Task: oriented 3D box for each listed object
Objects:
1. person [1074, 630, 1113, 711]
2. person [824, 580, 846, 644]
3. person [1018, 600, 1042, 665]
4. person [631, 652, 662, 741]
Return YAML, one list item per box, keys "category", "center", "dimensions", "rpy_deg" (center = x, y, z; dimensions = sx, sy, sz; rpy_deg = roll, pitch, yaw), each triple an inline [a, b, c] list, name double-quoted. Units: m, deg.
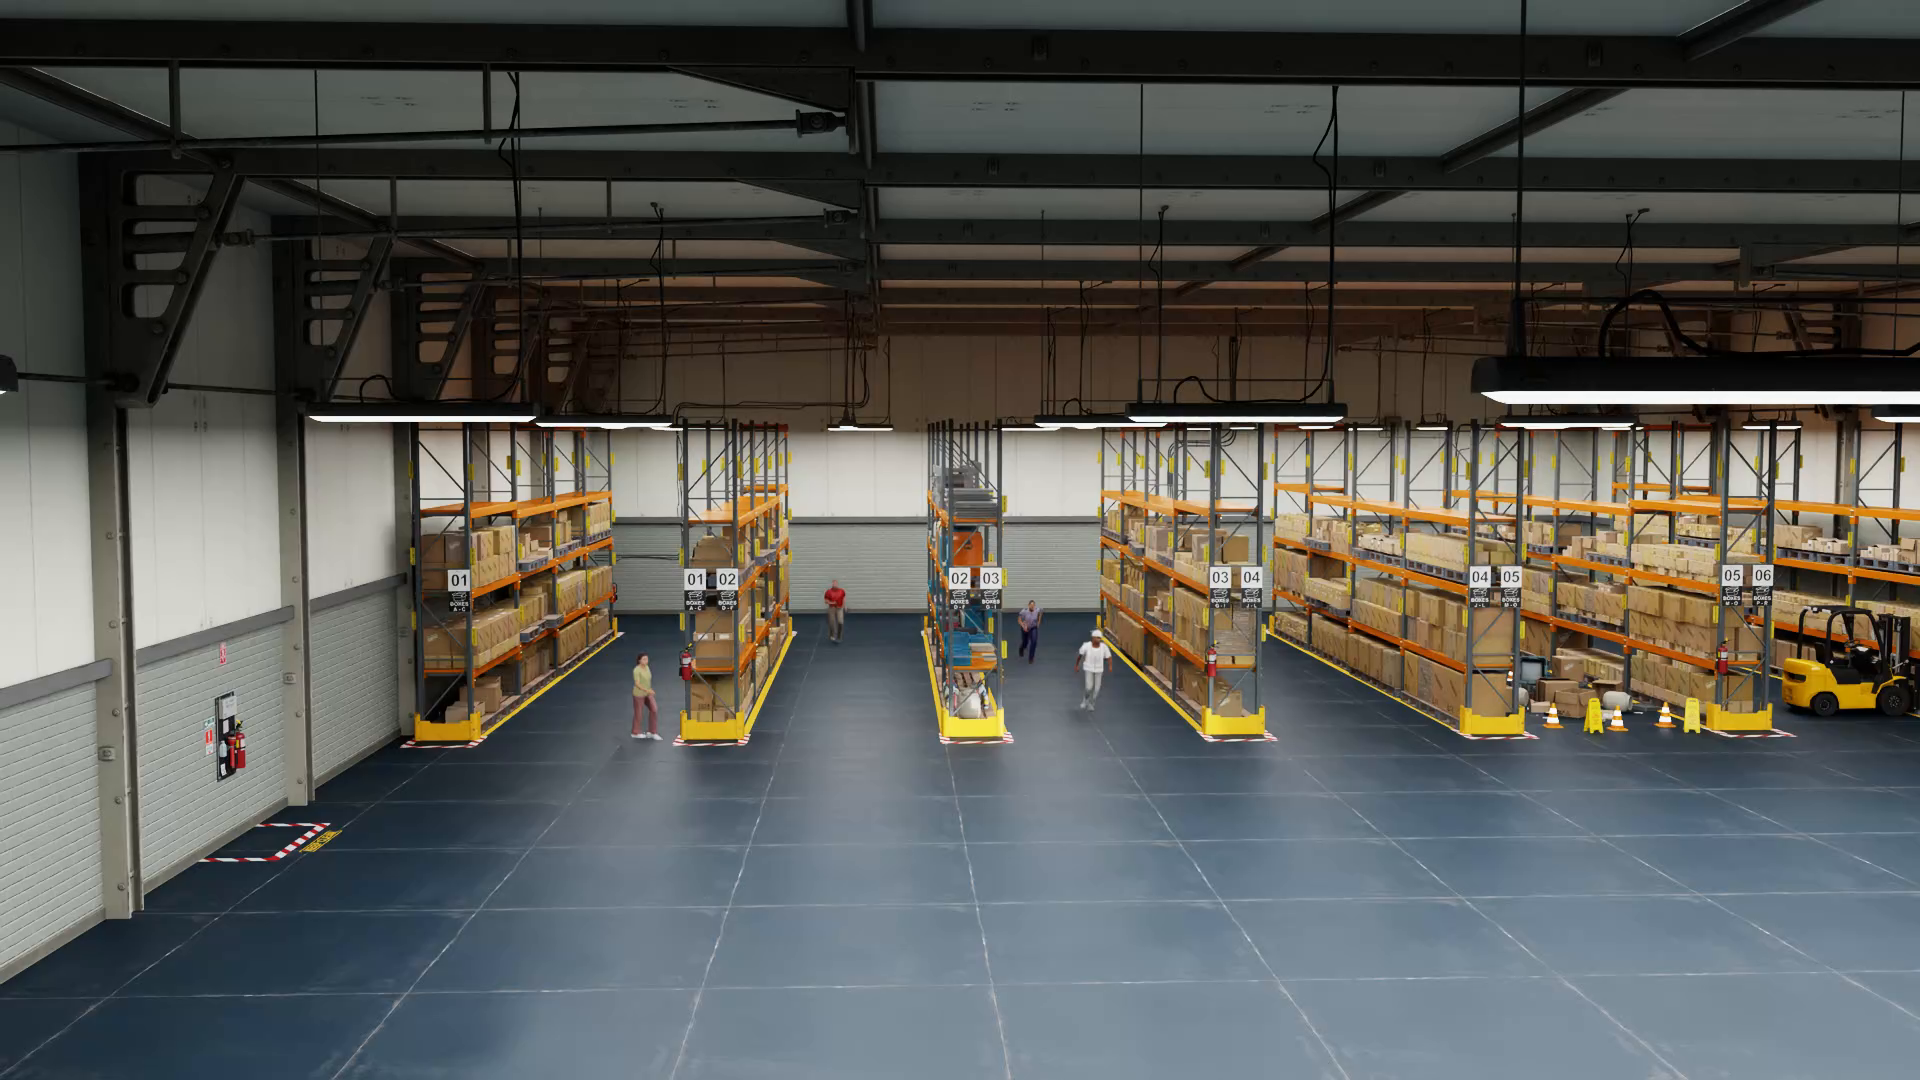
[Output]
- category: "person"
  center: [2.752, 2.676, 34.009]
  dimensions: [0.710, 1.701, 0.794]
  rpy_deg: [-1, 4, -8]
- category: "person"
  center: [-3.390, 1.972, 45.356]
  dimensions: [0.626, 1.769, 0.831]
  rpy_deg: [-1, 4, -11]
- category: "person"
  center: [1.711, 2.290, 41.671]
  dimensions: [0.629, 1.620, 0.955]
  rpy_deg: [-1, 4, -19]
- category: "person"
  center: [-5.872, 2.905, 30.911]
  dimensions: [0.694, 1.676, 0.571]
  rpy_deg: [2, 4, 29]
